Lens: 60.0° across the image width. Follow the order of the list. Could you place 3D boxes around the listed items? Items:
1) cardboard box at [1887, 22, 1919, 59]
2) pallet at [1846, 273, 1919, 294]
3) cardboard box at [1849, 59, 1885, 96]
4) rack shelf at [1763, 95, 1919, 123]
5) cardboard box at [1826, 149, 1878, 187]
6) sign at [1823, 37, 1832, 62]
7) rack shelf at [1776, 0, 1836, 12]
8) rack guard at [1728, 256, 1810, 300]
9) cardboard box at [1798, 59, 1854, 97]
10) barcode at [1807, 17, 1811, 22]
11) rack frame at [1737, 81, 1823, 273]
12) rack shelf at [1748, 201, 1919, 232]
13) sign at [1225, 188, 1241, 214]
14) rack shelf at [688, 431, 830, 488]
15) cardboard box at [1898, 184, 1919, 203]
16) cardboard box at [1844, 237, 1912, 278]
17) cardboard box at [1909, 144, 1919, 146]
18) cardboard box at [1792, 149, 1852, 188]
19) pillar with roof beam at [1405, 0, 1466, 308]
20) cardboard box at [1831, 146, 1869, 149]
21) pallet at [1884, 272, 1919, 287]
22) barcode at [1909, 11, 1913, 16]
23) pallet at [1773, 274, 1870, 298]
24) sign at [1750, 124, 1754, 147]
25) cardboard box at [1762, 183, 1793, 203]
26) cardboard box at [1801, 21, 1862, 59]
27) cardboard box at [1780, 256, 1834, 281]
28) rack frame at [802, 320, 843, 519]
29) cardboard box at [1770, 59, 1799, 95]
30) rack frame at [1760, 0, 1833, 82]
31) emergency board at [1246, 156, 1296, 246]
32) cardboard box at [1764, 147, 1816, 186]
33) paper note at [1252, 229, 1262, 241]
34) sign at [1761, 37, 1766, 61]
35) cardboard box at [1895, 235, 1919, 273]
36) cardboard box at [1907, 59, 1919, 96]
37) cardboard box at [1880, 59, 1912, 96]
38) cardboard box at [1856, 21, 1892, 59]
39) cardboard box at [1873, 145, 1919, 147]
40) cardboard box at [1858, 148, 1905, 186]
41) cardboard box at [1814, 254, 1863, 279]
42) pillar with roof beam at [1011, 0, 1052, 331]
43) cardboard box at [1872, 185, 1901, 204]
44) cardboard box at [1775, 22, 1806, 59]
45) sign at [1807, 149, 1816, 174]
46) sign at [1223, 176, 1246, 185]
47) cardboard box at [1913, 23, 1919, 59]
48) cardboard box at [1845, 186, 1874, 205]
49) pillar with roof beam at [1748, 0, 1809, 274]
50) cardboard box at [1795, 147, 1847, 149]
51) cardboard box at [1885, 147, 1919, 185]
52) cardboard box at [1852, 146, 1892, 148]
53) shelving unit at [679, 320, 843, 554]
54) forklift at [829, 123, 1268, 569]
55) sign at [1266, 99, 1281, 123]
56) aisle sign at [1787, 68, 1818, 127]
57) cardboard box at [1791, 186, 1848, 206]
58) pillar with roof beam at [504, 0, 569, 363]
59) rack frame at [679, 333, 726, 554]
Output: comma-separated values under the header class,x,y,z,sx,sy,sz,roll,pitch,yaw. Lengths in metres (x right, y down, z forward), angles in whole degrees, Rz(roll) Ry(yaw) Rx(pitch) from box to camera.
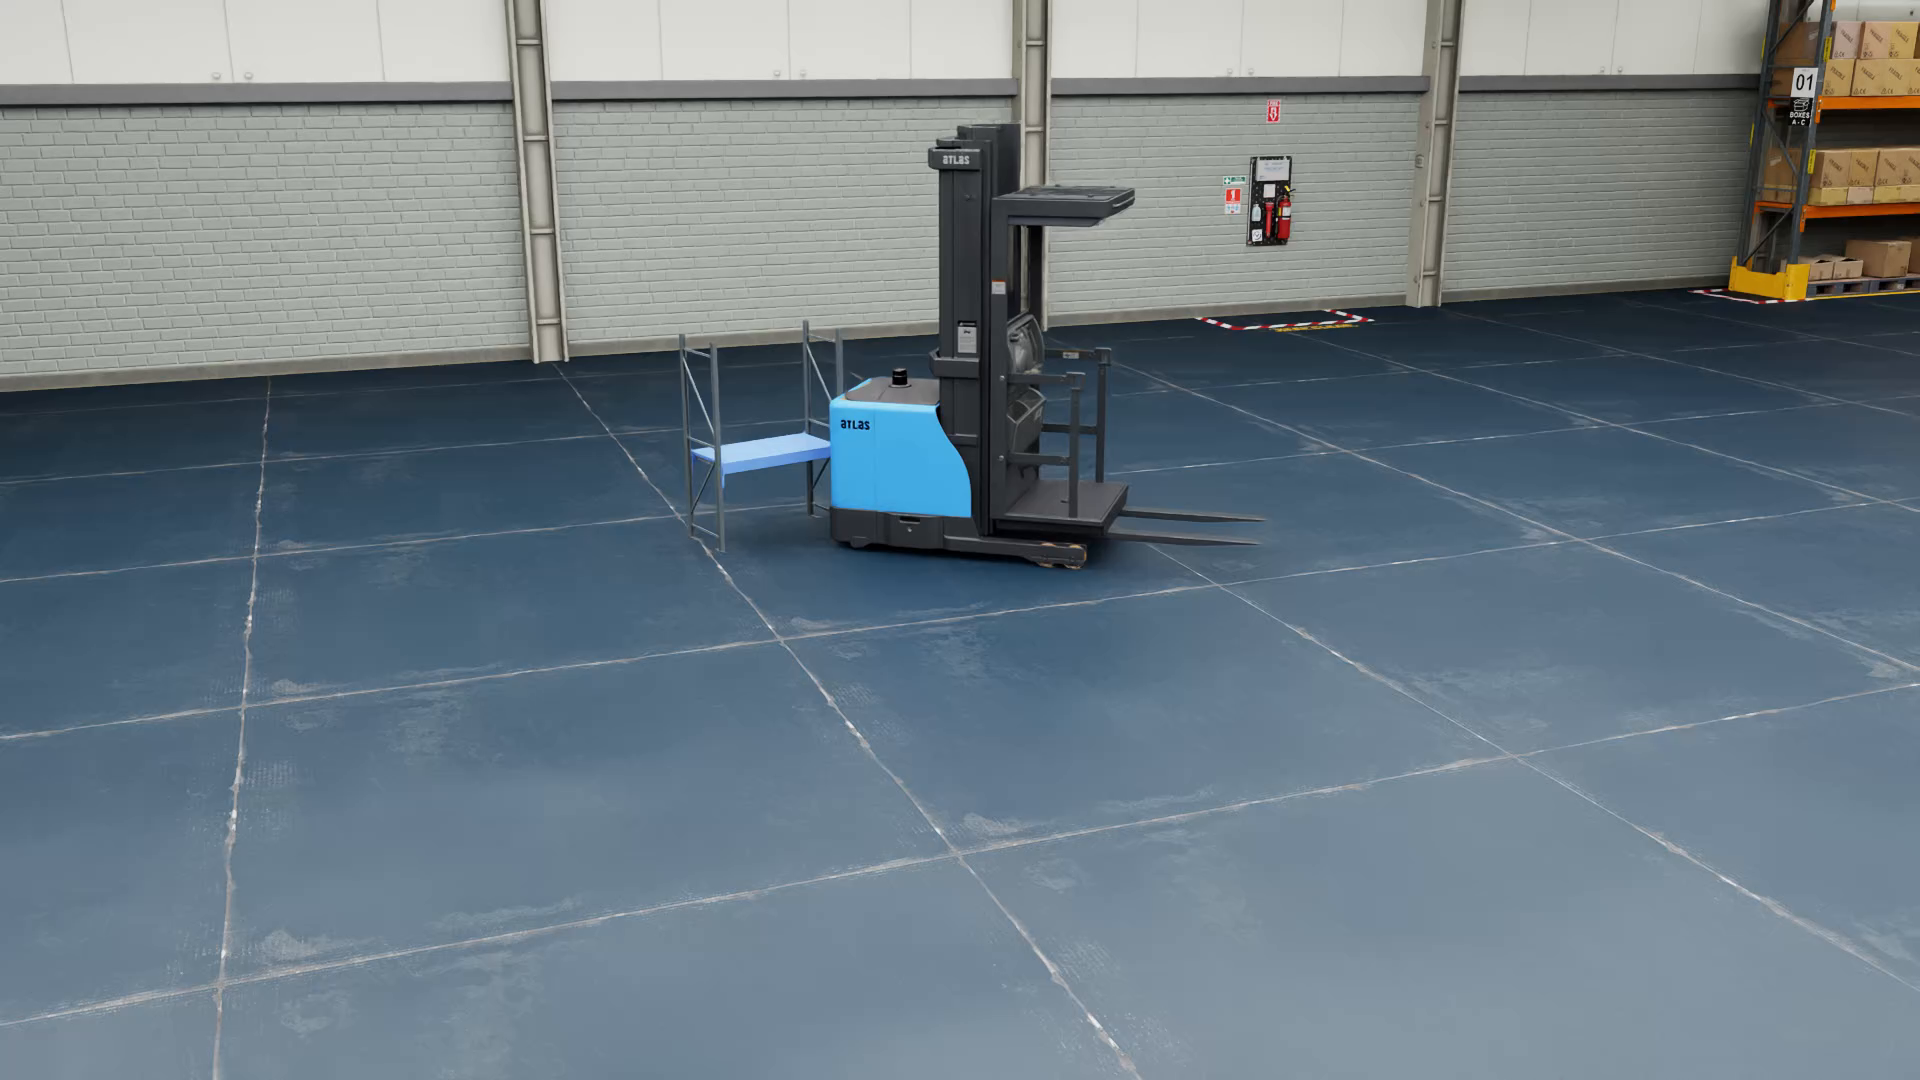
class,x,y,z,sx,sy,sz,roll,pitch,yaw
cardboard box,13.144,-7.075,23.557,0.500,0.500,0.500,-6,17,-19
pallet,13.716,-3.896,24.991,1.213,0.211,1.003,-6,17,-20
cardboard box,12.652,-6.541,23.514,0.500,0.500,0.500,-5,17,-16
rack shelf,13.604,-6.328,24.275,4.000,0.370,1.077,-6,17,-20
cardboard box,12.755,-5.346,23.878,0.500,0.500,0.500,-6,17,-20
sign,11.931,-6.748,22.878,0.005,0.325,0.100,-6,17,-20
rack shelf,13.604,-7.765,23.853,4.000,0.370,1.077,-6,17,-20
rack guard,11.807,-3.840,24.288,0.348,0.500,1.175,-6,17,-20
cardboard box,12.138,-6.497,23.361,0.500,0.500,0.500,-6,17,-19
barcode,12.221,-7.490,23.939,0.075,0.075,0.001,-6,17,-20
rack frame,11.736,-5.032,23.910,0.127,3.000,1.000,-6,17,-20
rack shelf,13.604,-4.888,24.698,4.000,0.370,1.077,-6,17,-20
sign,3.603,-4.475,21.949,0.234,0.329,0.001,-6,17,-20
rack shelf,-1.415,-0.595,12.102,1.000,0.185,0.538,-12,20,-35
cardboard box,13.736,-5.091,24.343,0.500,0.250,0.500,-6,17,-20
cardboard box,13.650,-4.208,24.760,0.500,0.500,0.700,-7,18,-24
cardboard box,14.474,-5.689,25.047,0.500,0.500,0.500,-6,17,-20
cardboard box,12.290,-5.298,23.717,0.500,0.500,0.500,-6,17,-20
pillar with roof beam,8.018,-6.471,18.163,0.400,9.000,9.100,-6,17,-20
cardboard box,13.055,-5.534,24.520,0.500,0.500,0.500,-7,18,-22
pallet,14.857,-4.020,25.414,1.213,0.211,1.003,-6,17,-20
barcode,14.020,-7.759,24.501,0.075,0.075,0.001,-6,17,-20
pallet,12.579,-3.774,24.576,1.213,0.211,1.003,-6,17,-20
sign,11.557,-5.887,24.206,0.005,0.325,0.100,-6,17,-20
cardboard box,12.104,-5.068,24.262,0.500,0.250,0.500,-6,17,-19
cardboard box,12.183,-6.983,23.244,0.500,0.500,0.500,-8,18,-24
cardboard box,12.415,-3.999,24.384,0.500,0.311,0.500,-8,18,-26
rack frame,-1.007,-0.853,12.341,0.032,1.500,0.500,-12,20,-35
cardboard box,12.036,-6.637,23.840,0.500,0.500,0.500,-5,17,-16
rack frame,11.736,-7.910,23.065,0.127,3.000,1.000,-6,17,-20
emergency board,4.157,-4.486,22.051,0.643,1.169,0.194,-6,17,-20
cardboard box,12.101,-5.433,24.175,0.500,0.500,0.500,-6,18,-21
paper note,3.967,-4.064,22.176,0.142,0.148,0.016,-6,17,-20
sign,11.557,-7.044,23.867,0.005,0.325,0.100,-6,17,-20
cardboard box,14.517,-4.332,25.181,0.500,0.500,0.500,-8,18,-24
cardboard box,13.629,-6.654,23.898,0.500,0.500,0.500,-5,17,-17
cardboard box,13.136,-6.595,23.695,0.500,0.500,0.500,-5,17,-18
cardboard box,12.670,-7.021,23.371,0.500,0.500,0.500,-6,18,-21
cardboard box,14.006,-5.640,24.881,0.500,0.500,0.500,-6,17,-19
cardboard box,13.240,-5.396,24.050,0.500,0.500,0.500,-7,18,-22
cardboard box,12.947,-4.056,24.579,0.500,0.311,0.500,-5,17,-15
pillar with roof beam,2.416,-5.866,16.103,0.400,9.000,9.100,-6,17,-20
cardboard box,13.263,-5.041,24.172,0.500,0.250,0.500,-6,18,-21
cardboard box,12.046,-7.121,23.712,0.500,0.500,0.500,-5,17,-18
sign,11.931,-5.305,23.302,0.005,0.325,0.100,-6,17,-20
sign,3.611,-4.727,21.867,0.331,0.109,0.001,-6,17,-20
cardboard box,14.109,-7.176,23.902,0.500,0.500,0.500,-7,18,-22
cardboard box,12.786,-4.991,24.002,0.500,0.250,0.500,-7,18,-22
pillar with roof beam,13.621,-7.076,20.223,0.400,9.000,9.100,-6,17,-20
cardboard box,12.574,-5.481,24.339,0.500,0.500,0.500,-6,17,-19
cardboard box,13.717,-5.451,24.238,0.500,0.500,0.500,-6,17,-18
cardboard box,13.526,-5.585,24.693,0.500,0.500,0.500,-6,17,-19
shelving unit,-1.415,-0.768,12.051,1.048,1.500,0.538,-12,20,-35
forklift,0.645,-1.371,11.564,3.031,2.935,1.130,4,17,15
sign,4.113,-5.624,21.811,0.199,0.298,0.001,-6,17,-20
aisle sign,11.777,-6.193,23.250,0.004,0.787,0.394,-6,17,-20
cardboard box,12.306,-4.935,23.811,0.500,0.250,0.500,-7,18,-22
pillar with roof beam,-3.187,-5.261,14.043,0.400,9.000,9.100,-6,17,-20
rack frame,-1.824,-0.682,11.760,0.032,1.500,0.500,-12,20,-35
